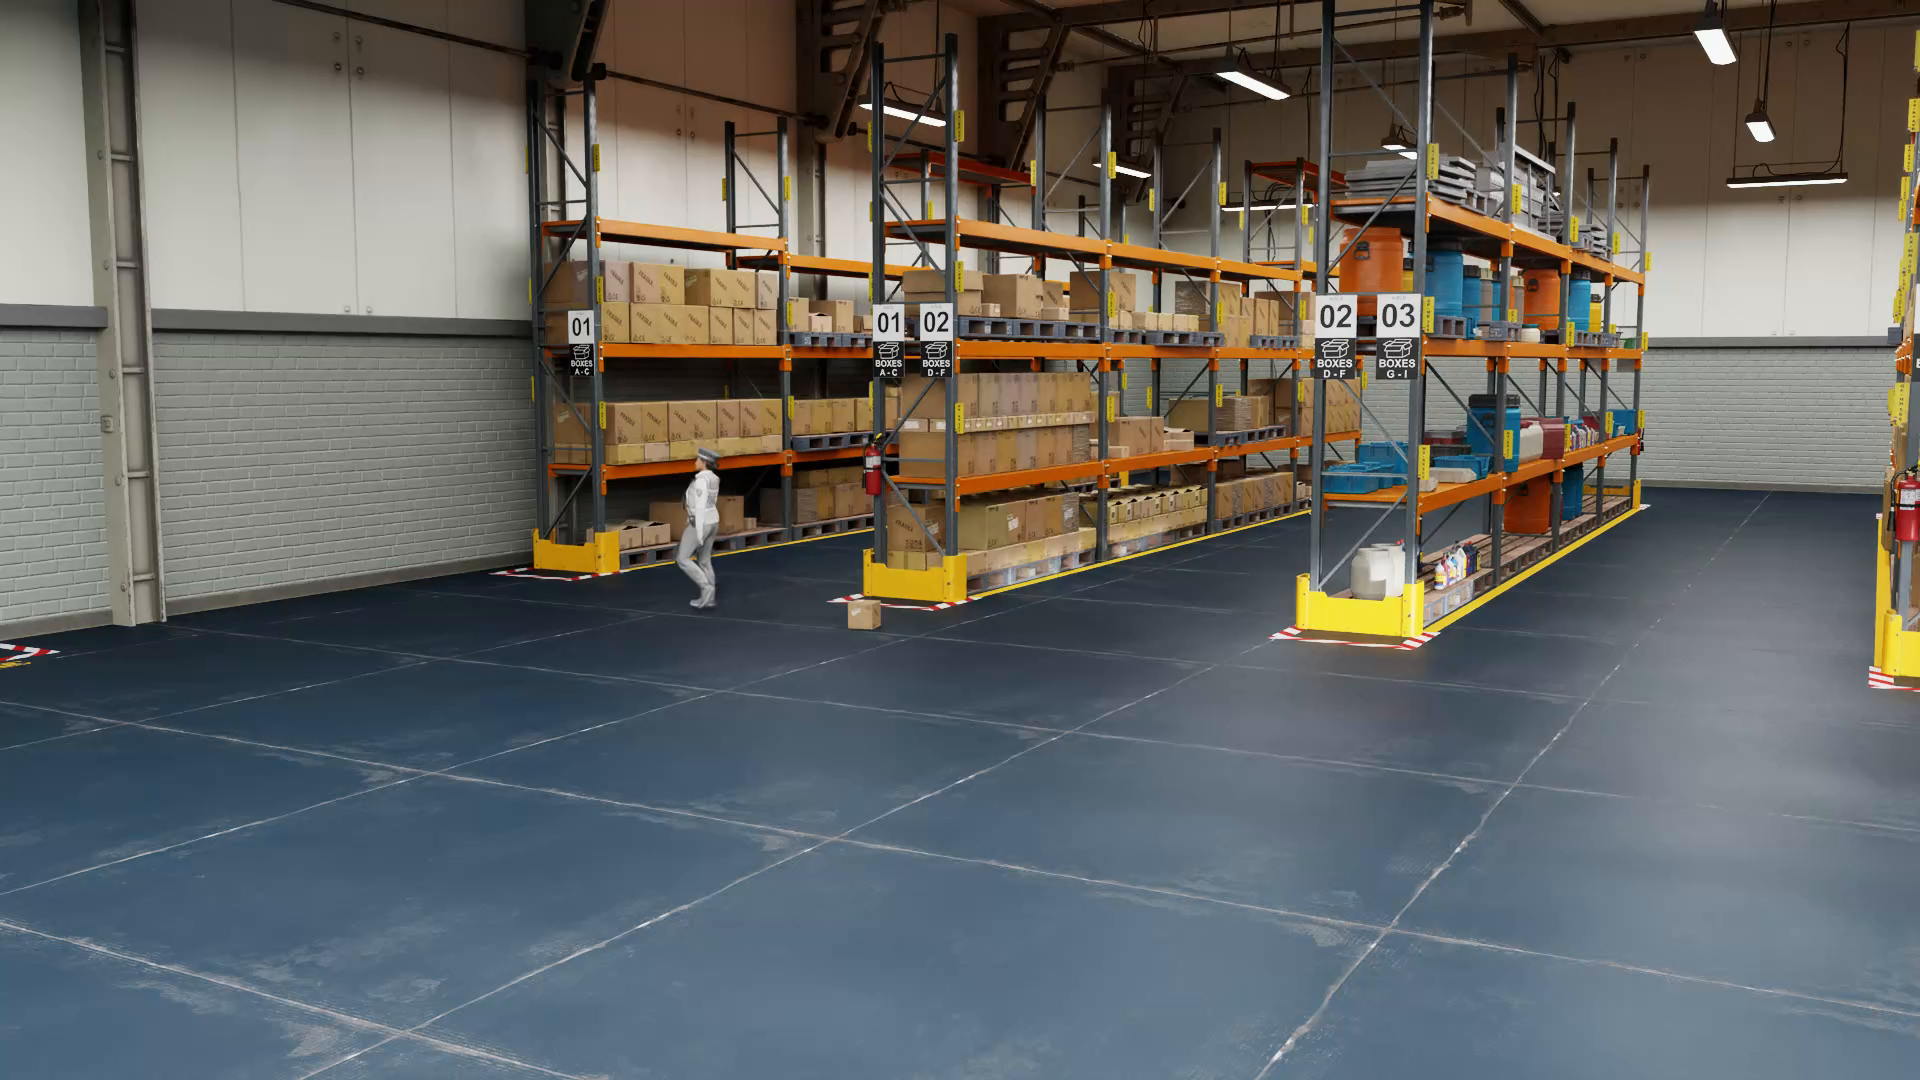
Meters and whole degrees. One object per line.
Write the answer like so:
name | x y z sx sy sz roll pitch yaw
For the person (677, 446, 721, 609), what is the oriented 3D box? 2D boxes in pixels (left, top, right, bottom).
person | -2.697 -0.134 17.296 0.435 1.690 0.488 2 6 19
